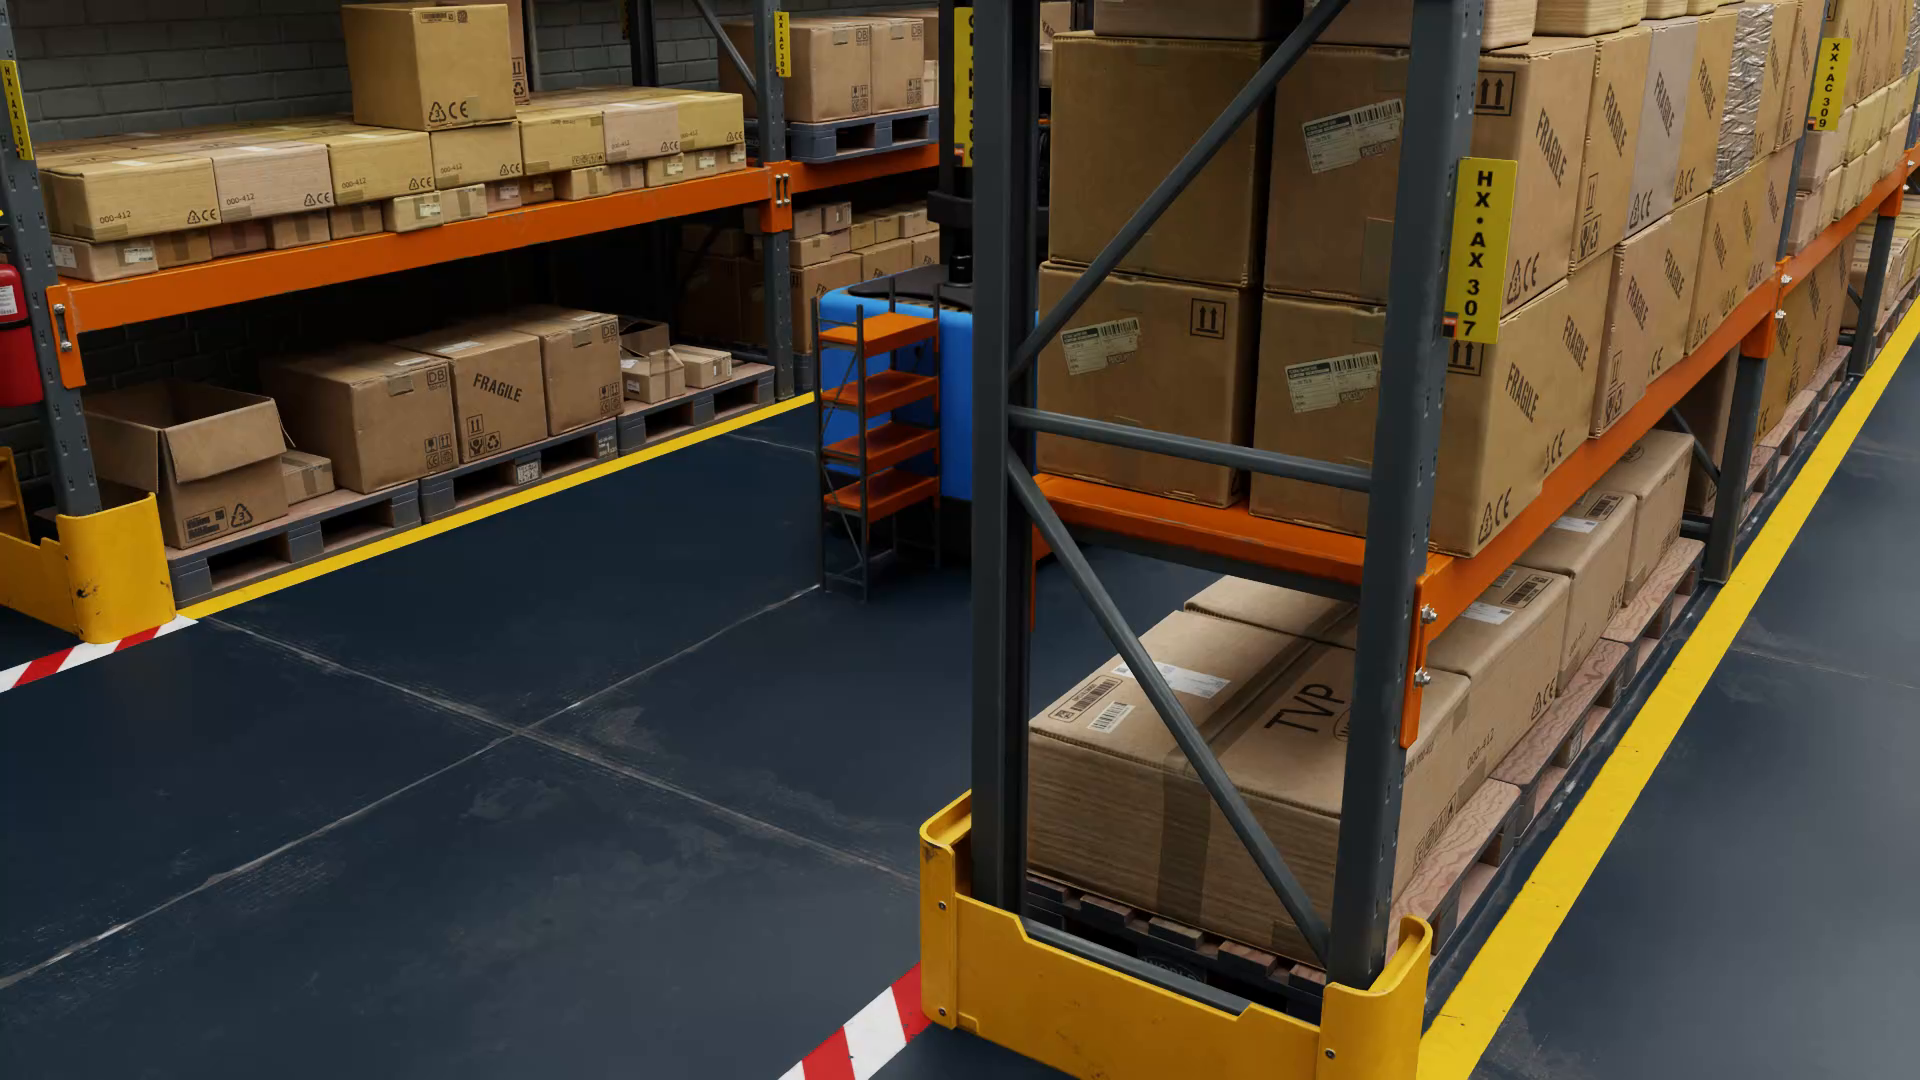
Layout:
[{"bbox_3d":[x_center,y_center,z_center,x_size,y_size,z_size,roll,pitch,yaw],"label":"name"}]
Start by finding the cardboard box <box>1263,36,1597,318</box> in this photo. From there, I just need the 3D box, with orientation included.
[{"bbox_3d":[0.977,-0.781,3.466,0.500,0.500,0.500,13,24,31],"label":"cardboard box"}]

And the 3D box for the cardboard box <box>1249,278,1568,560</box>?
[{"bbox_3d":[0.979,-0.311,3.638,0.500,0.500,0.500,13,24,31],"label":"cardboard box"}]

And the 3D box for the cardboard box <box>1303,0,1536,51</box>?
[{"bbox_3d":[0.901,-1.050,3.261,0.380,0.149,0.250,14,24,33],"label":"cardboard box"}]

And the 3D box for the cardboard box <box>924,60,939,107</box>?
[{"bbox_3d":[-0.288,-2.755,9.977,0.396,0.266,0.258,15,25,34],"label":"cardboard box"}]

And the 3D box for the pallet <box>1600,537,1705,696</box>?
[{"bbox_3d":[2.228,0.181,6.473,1.003,0.211,1.213,13,24,32],"label":"pallet"}]

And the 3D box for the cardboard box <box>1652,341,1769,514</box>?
[{"bbox_3d":[3.003,-0.724,7.356,0.875,0.875,0.875,14,25,33],"label":"cardboard box"}]

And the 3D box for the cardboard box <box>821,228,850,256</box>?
[{"bbox_3d":[-0.873,-1.772,9.793,0.380,0.149,0.250,13,24,30],"label":"cardboard box"}]

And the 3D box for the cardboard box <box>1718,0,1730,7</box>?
[{"bbox_3d":[2.040,-1.645,4.869,0.380,0.149,0.250,13,24,31],"label":"cardboard box"}]

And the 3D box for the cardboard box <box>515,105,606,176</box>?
[{"bbox_3d":[-2.032,-1.885,7.826,0.500,0.250,0.500,13,24,31],"label":"cardboard box"}]

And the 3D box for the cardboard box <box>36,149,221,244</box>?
[{"bbox_3d":[-3.157,-1.296,6.233,0.500,0.250,0.500,13,24,32],"label":"cardboard box"}]

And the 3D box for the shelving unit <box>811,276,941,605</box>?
[{"bbox_3d":[-0.322,-0.401,6.619,0.258,1.200,0.503,14,24,32],"label":"shelving unit"}]

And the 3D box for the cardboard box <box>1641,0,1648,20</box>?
[{"bbox_3d":[1.467,-1.356,4.088,0.380,0.149,0.250,14,24,32],"label":"cardboard box"}]

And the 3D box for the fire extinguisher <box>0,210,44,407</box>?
[{"bbox_3d":[-3.336,-0.806,5.769,0.296,0.674,0.183,13,24,32],"label":"fire extinguisher"}]

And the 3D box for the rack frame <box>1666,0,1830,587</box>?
[{"bbox_3d":[2.721,-1.330,6.537,1.000,3.000,0.127,13,24,32],"label":"rack frame"}]

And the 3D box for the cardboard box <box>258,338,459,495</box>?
[{"bbox_3d":[-2.700,-0.569,7.477,0.700,0.500,0.500,14,25,34],"label":"cardboard box"}]

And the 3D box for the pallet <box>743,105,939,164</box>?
[{"bbox_3d":[-0.847,-2.415,9.747,1.003,0.211,1.213,13,24,32],"label":"pallet"}]

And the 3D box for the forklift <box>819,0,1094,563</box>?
[{"bbox_3d":[0.646,-1.729,7.714,1.130,2.935,3.031,14,24,32],"label":"forklift"}]

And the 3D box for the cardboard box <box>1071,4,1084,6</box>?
[{"bbox_3d":[0.932,-4.026,12.745,0.380,0.149,0.250,14,24,33],"label":"cardboard box"}]

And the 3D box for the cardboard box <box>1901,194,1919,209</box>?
[{"bbox_3d":[6.925,-2.439,12.718,0.950,0.372,0.625,14,24,33],"label":"cardboard box"}]

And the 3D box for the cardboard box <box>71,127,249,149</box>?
[{"bbox_3d":[-3.305,-1.550,6.919,0.500,0.250,0.500,13,24,32],"label":"cardboard box"}]

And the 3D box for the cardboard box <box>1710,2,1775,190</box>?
[{"bbox_3d":[2.113,-1.365,5.046,0.500,0.500,0.500,14,24,33],"label":"cardboard box"}]

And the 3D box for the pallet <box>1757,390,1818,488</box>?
[{"bbox_3d":[3.777,-0.610,8.610,1.003,0.211,1.213,13,24,32],"label":"pallet"}]

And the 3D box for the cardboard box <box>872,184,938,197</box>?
[{"bbox_3d":[-0.372,-2.303,11.231,0.380,0.149,0.250,13,24,32],"label":"cardboard box"}]

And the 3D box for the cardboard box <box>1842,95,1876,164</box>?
[{"bbox_3d":[3.777,-1.860,7.466,0.500,0.250,0.500,14,24,32],"label":"cardboard box"}]

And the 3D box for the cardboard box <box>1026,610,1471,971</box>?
[{"bbox_3d":[0.760,0.613,4.371,0.875,0.438,0.875,12,24,30],"label":"cardboard box"}]

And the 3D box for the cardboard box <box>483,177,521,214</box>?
[{"bbox_3d":[-2.239,-1.599,7.627,0.380,0.149,0.250,13,24,32],"label":"cardboard box"}]

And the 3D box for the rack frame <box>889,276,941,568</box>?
[{"bbox_3d":[-0.183,-0.470,6.807,0.240,1.200,0.015,14,24,32],"label":"rack frame"}]

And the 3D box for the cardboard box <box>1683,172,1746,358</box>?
[{"bbox_3d":[2.116,-0.898,5.226,0.500,0.500,0.500,13,24,31],"label":"cardboard box"}]

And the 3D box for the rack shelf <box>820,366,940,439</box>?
[{"bbox_3d":[-0.322,-0.548,6.565,0.258,0.148,0.480,14,24,32],"label":"rack shelf"}]

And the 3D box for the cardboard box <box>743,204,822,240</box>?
[{"bbox_3d":[-1.015,-1.828,9.518,0.380,0.149,0.250,13,24,31],"label":"cardboard box"}]

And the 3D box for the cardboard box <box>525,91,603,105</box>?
[{"bbox_3d":[-2.165,-2.132,8.491,0.500,0.250,0.500,13,24,31],"label":"cardboard box"}]

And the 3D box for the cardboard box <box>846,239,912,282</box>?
[{"bbox_3d":[-0.637,-1.571,10.187,0.500,0.500,0.500,13,24,31],"label":"cardboard box"}]

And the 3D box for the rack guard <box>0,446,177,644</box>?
[{"bbox_3d":[-3.593,0.001,6.541,1.175,0.500,0.348,13,24,32],"label":"rack guard"}]

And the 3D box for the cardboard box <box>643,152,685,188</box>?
[{"bbox_3d":[-1.612,-1.880,8.387,0.380,0.149,0.250,14,24,33],"label":"cardboard box"}]

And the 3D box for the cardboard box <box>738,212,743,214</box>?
[{"bbox_3d":[-1.145,-1.936,10.237,0.380,0.149,0.250,14,24,32],"label":"cardboard box"}]

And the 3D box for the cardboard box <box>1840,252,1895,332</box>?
[{"bbox_3d":[5.295,-1.603,10.456,0.950,0.372,0.625,11,23,28],"label":"cardboard box"}]

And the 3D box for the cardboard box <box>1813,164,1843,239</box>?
[{"bbox_3d":[3.476,-1.483,7.168,0.500,0.250,0.500,13,24,31],"label":"cardboard box"}]

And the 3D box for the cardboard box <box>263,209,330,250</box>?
[{"bbox_3d":[-2.807,-1.297,6.810,0.380,0.149,0.250,14,25,33],"label":"cardboard box"}]

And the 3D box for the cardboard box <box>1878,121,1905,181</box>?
[{"bbox_3d":[4.625,-2.062,8.732,0.500,0.250,0.500,14,24,33],"label":"cardboard box"}]

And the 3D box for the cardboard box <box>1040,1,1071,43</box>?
[{"bbox_3d":[0.443,-3.571,11.847,0.500,0.500,0.500,15,25,34],"label":"cardboard box"}]

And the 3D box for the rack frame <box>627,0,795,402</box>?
[{"bbox_3d":[-1.387,-2.297,9.151,1.000,3.000,0.127,13,24,32],"label":"rack frame"}]

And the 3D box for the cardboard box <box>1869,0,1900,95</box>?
[{"bbox_3d":[4.038,-2.361,7.738,0.500,0.500,0.500,13,24,31],"label":"cardboard box"}]

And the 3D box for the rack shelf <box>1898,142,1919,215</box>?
[{"bbox_3d":[6.093,-2.714,11.316,1.077,0.370,4.000,13,24,32],"label":"rack shelf"}]

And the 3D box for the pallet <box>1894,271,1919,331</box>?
[{"bbox_3d":[6.096,-1.743,11.672,1.003,0.211,1.213,13,24,32],"label":"pallet"}]

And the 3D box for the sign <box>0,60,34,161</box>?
[{"bbox_3d":[-3.186,-1.450,5.613,0.100,0.325,0.005,13,24,32],"label":"sign"}]

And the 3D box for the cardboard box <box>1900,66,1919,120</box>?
[{"bbox_3d":[4.907,-2.453,9.070,0.500,0.250,0.500,13,24,32],"label":"cardboard box"}]

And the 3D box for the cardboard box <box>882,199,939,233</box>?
[{"bbox_3d":[-0.283,-2.064,10.584,0.380,0.149,0.250,14,25,34],"label":"cardboard box"}]

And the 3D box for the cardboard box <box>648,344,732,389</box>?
[{"bbox_3d":[-1.457,-0.940,8.986,0.380,0.149,0.250,12,24,30],"label":"cardboard box"}]
